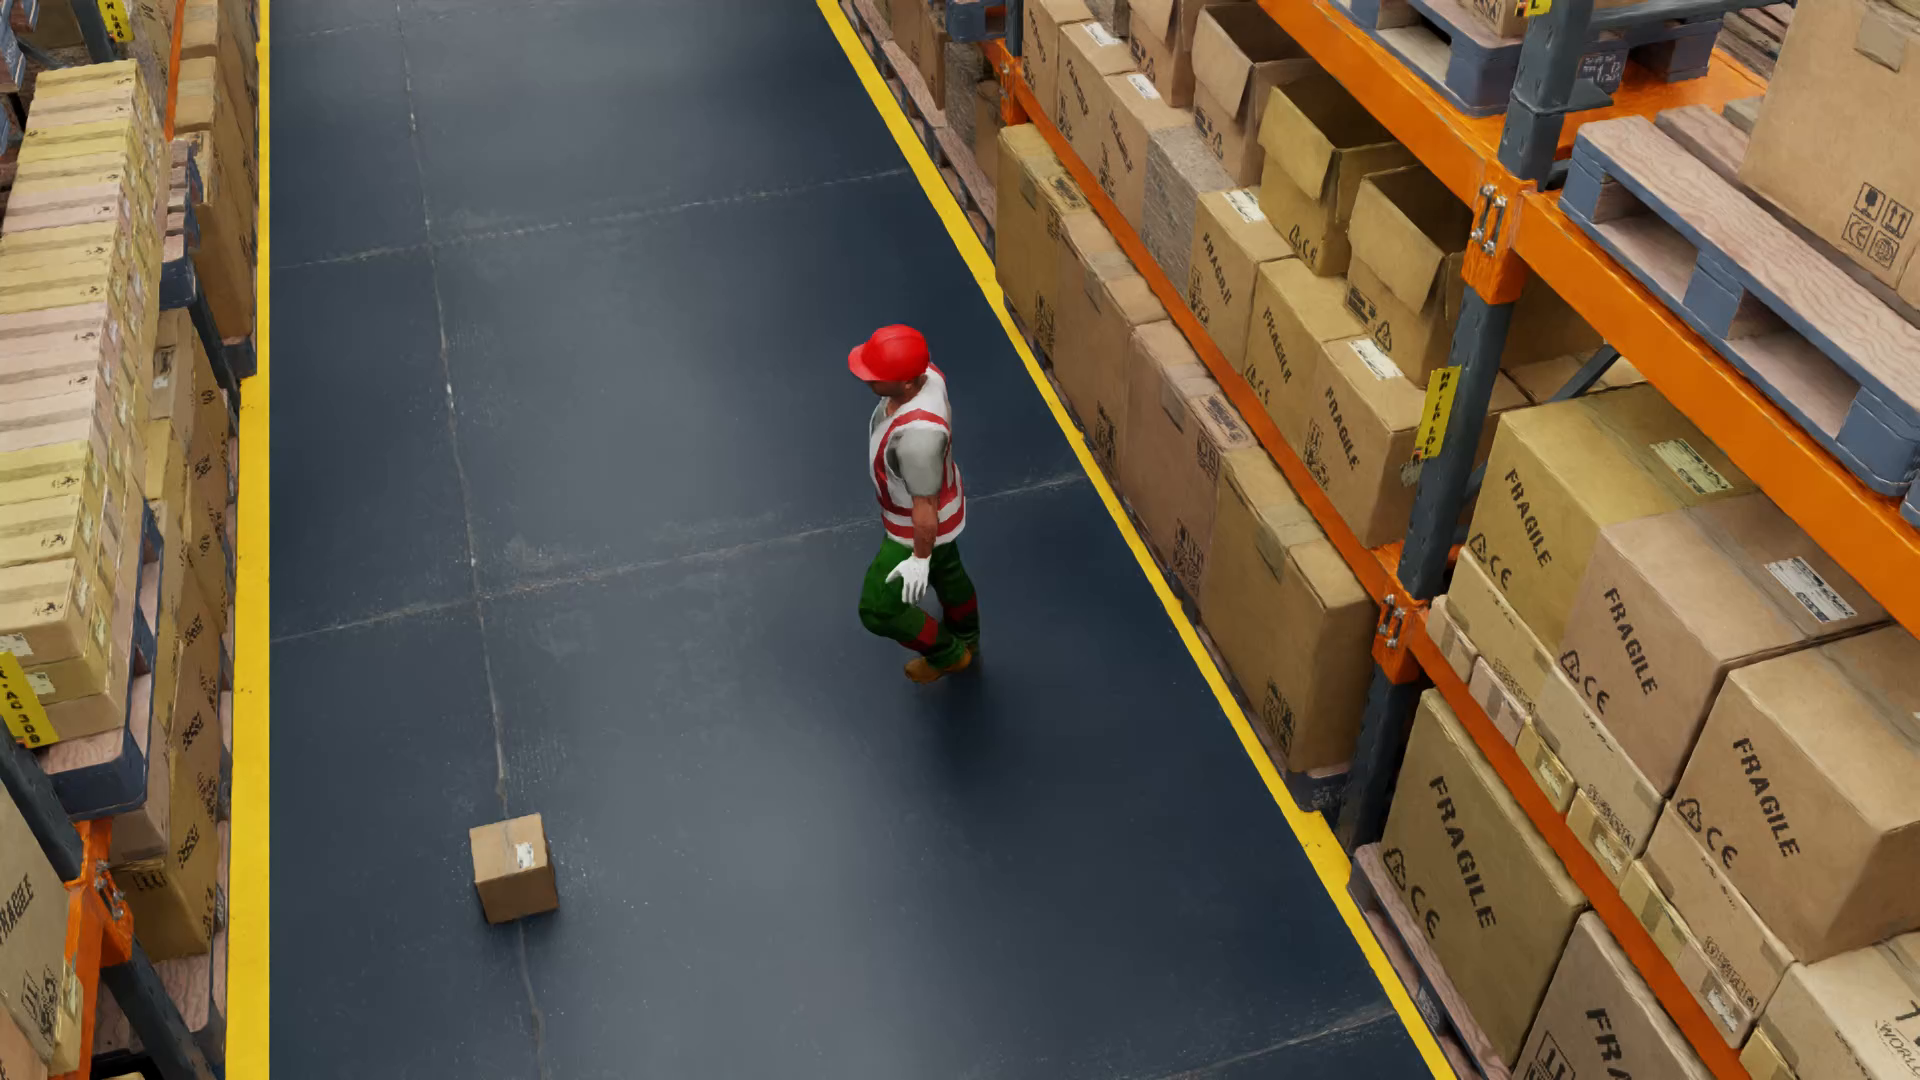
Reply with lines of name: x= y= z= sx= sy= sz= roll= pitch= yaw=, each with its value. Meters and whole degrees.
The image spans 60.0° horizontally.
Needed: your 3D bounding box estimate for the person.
person: x=-0.153 y=-0.089 z=6.208 sx=0.473 sy=1.765 sz=0.652 roll=-1 pitch=42 yaw=-1
